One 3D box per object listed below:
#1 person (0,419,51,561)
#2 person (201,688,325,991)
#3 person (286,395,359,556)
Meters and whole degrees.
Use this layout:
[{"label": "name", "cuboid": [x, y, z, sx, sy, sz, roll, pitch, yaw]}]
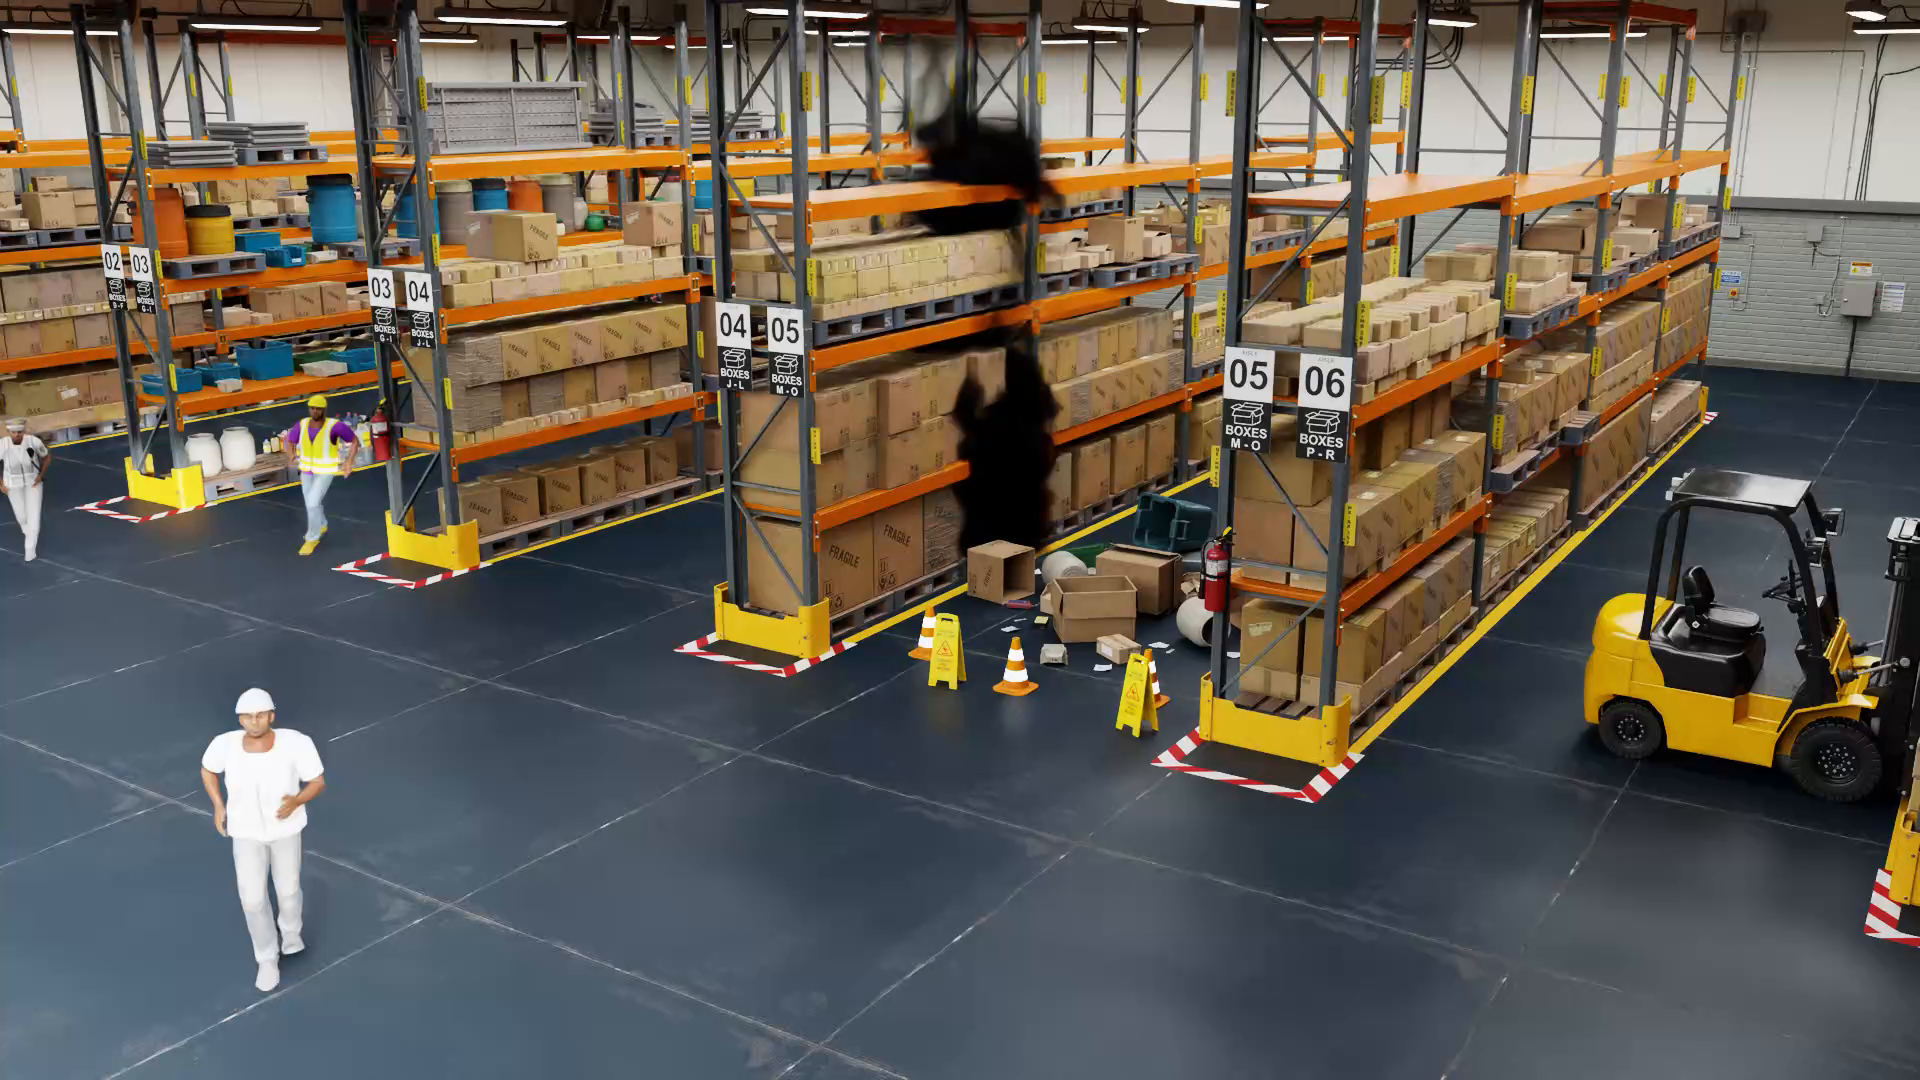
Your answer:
[{"label": "person", "cuboid": [-10.399, -0.613, 18.496, 0.564, 1.621, 0.786, -11, 19, -33]}, {"label": "person", "cuboid": [-4.057, 1.739, 9.755, 0.681, 1.828, 0.673, -5, 16, -18]}, {"label": "person", "cuboid": [-7.199, -0.747, 18.704, 0.761, 1.784, 0.741, 3, 16, 10]}]
